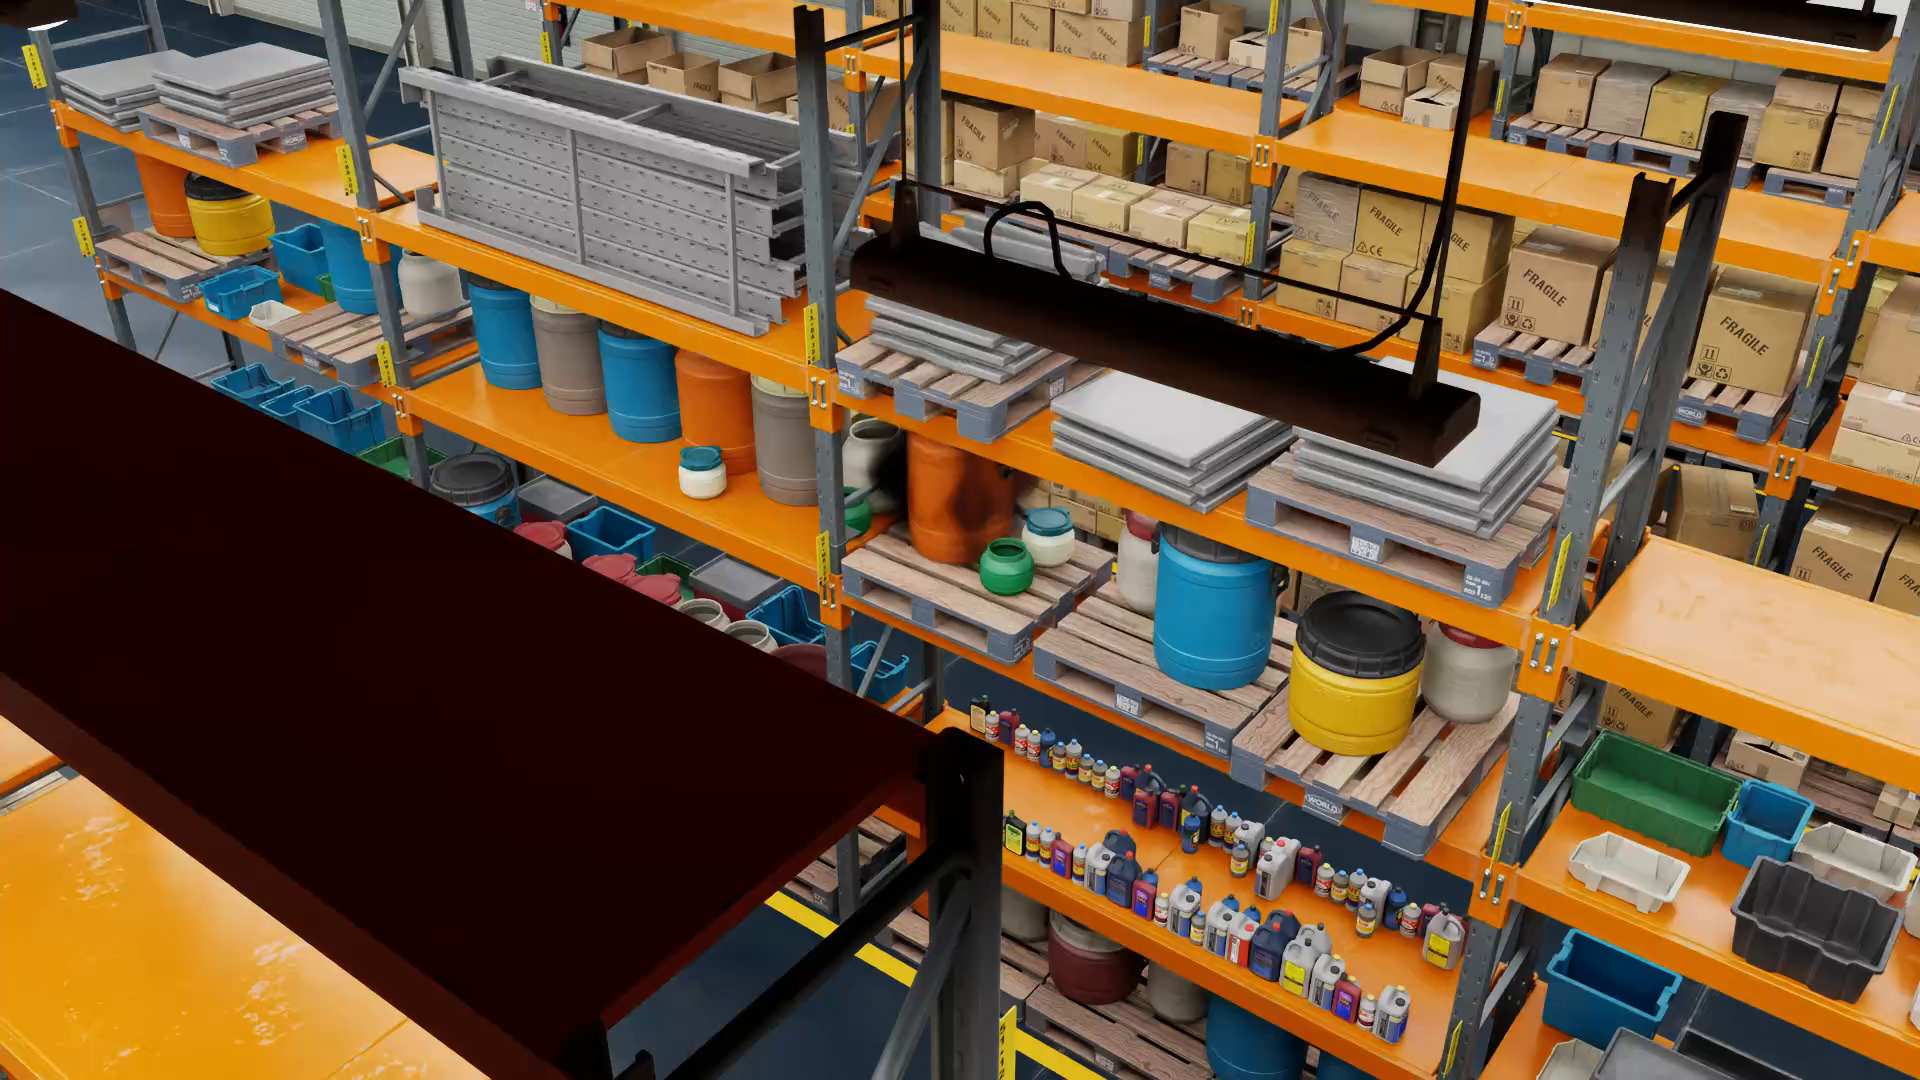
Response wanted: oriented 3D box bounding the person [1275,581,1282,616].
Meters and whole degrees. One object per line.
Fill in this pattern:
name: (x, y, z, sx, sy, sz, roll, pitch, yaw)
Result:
person: (2.266, 0.524, 12.852, 0.629, 1.682, 0.478, 8, 32, 12)
